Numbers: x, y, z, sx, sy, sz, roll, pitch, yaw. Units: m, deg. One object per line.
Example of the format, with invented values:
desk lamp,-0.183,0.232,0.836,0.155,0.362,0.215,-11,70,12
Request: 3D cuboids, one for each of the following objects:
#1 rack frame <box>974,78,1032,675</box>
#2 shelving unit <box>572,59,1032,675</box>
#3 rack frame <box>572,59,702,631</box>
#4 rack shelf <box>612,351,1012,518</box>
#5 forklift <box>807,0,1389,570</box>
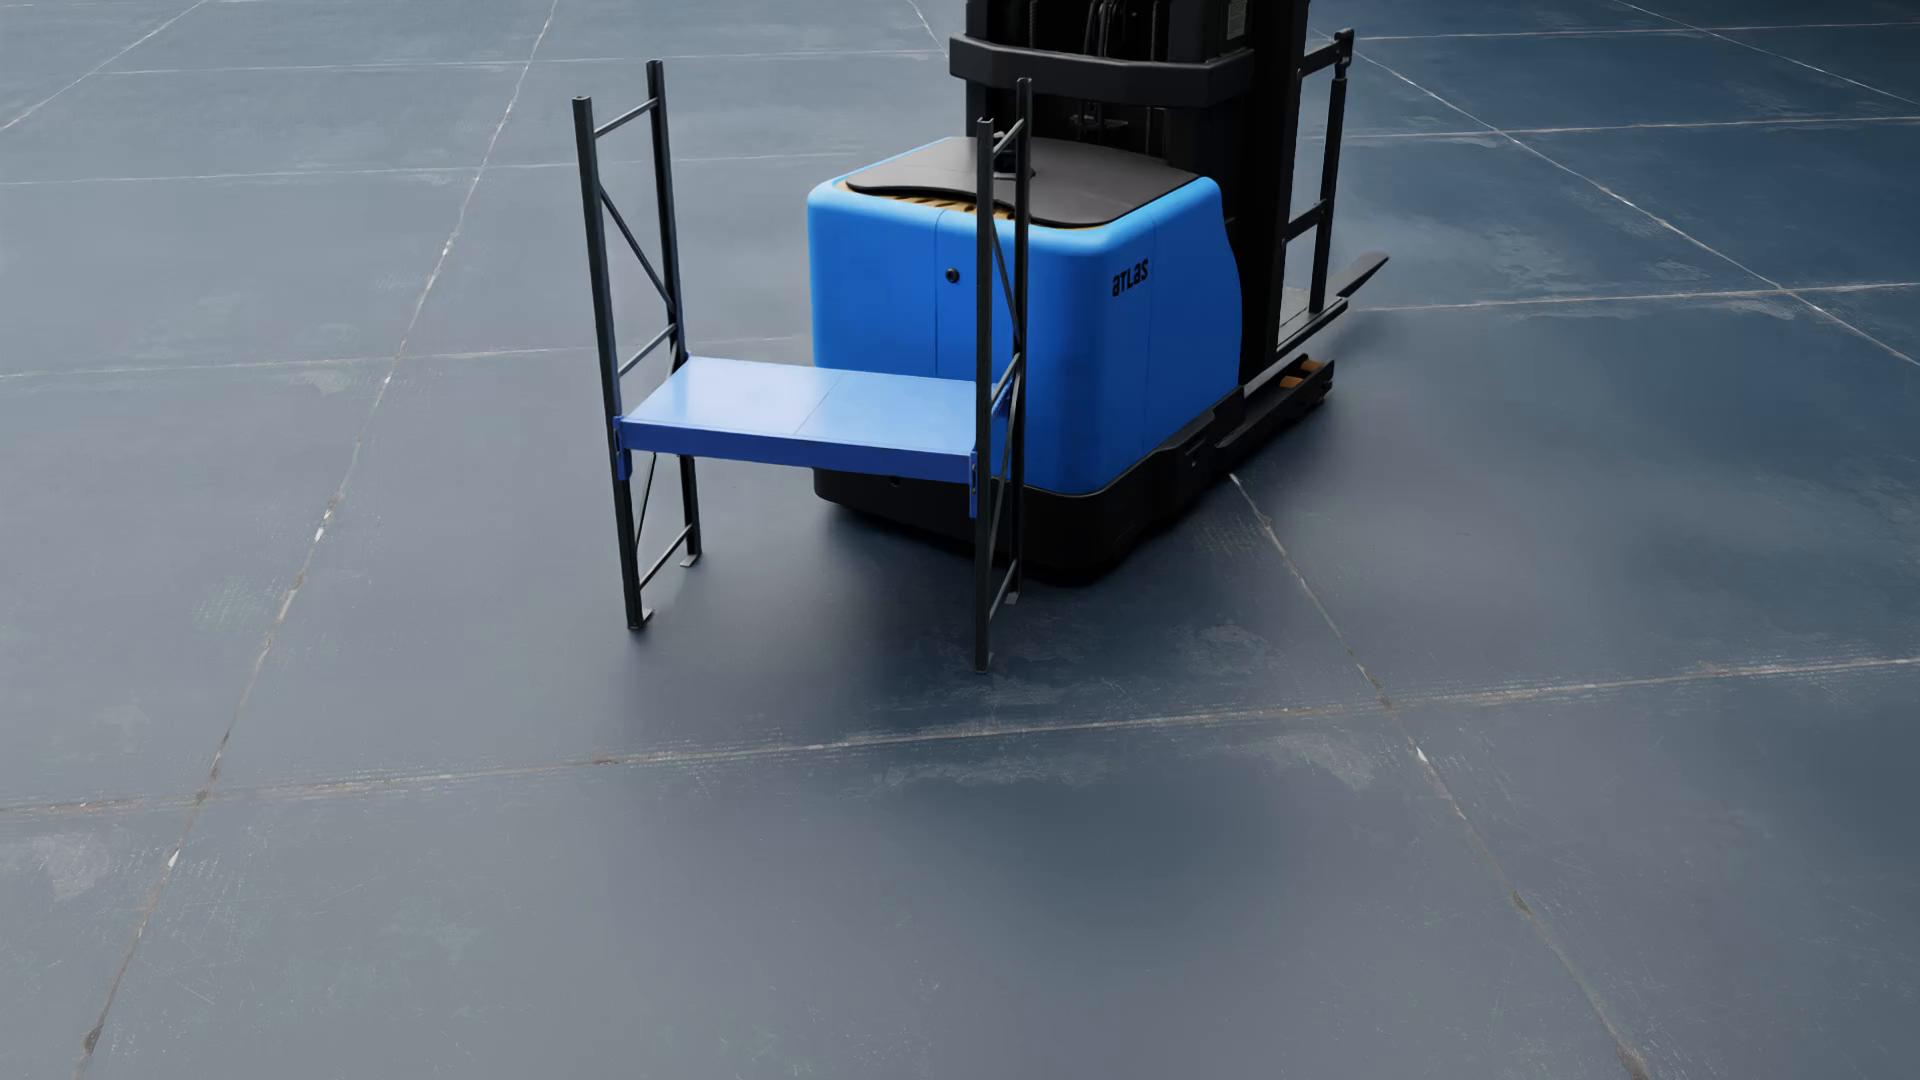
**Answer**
rack frame,0.112,-0.411,4.409,0.032,1.500,0.500,6,28,12
shelving unit,-0.382,-0.466,4.515,1.048,1.500,0.538,6,28,12
rack frame,-0.876,-0.520,4.621,0.032,1.500,0.500,6,28,12
rack shelf,-0.382,-0.306,4.597,1.000,0.185,0.538,6,28,12
forklift,0.747,-1.843,5.631,1.130,2.935,3.031,16,31,29
